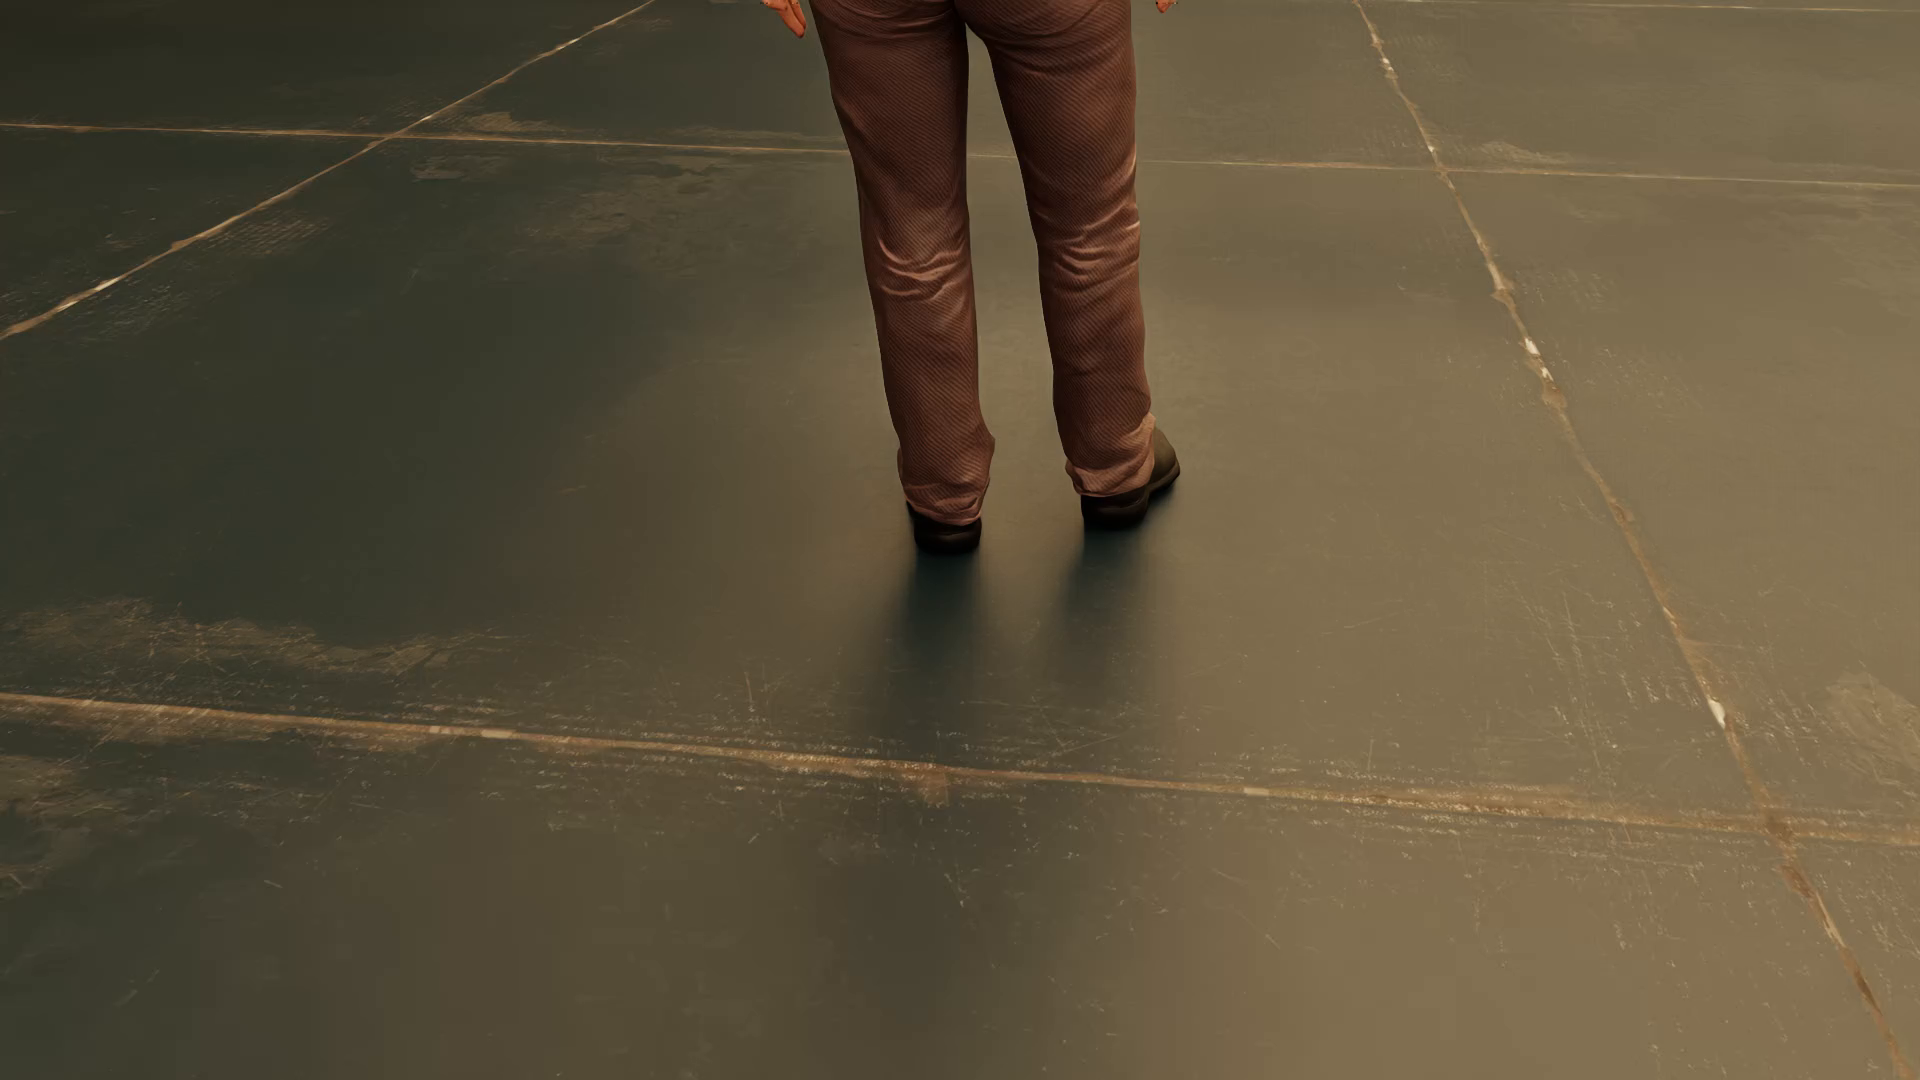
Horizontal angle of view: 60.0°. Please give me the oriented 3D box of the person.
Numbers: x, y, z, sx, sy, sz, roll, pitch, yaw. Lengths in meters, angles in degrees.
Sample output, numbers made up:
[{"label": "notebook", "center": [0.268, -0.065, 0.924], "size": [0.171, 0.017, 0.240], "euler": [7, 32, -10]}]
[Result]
[{"label": "person", "center": [0.016, -0.804, 2.168], "size": [0.633, 1.722, 0.566], "euler": [3, 27, 7]}]
